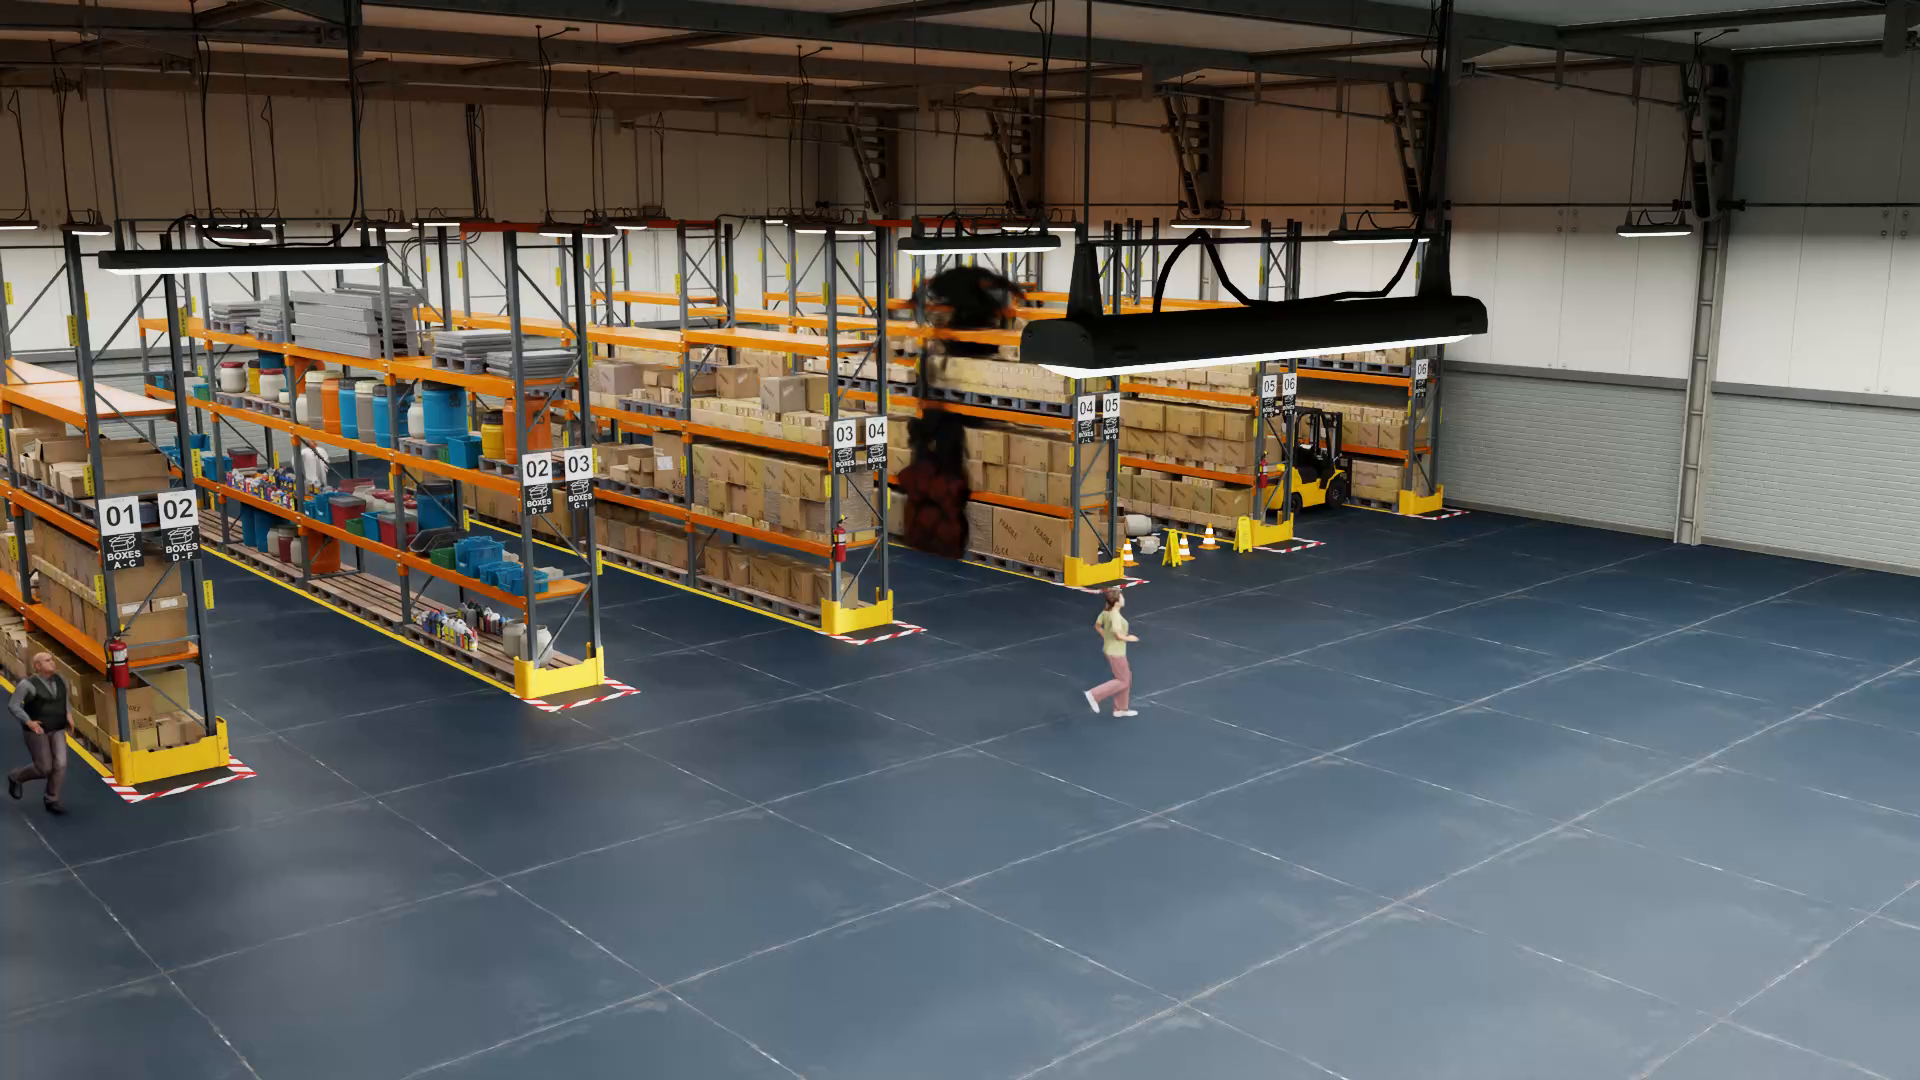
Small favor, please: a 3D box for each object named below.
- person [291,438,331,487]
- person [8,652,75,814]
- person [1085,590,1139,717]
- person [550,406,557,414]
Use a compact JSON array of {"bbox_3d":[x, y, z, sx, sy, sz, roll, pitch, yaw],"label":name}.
[{"bbox_3d":[-12.961,-1.226,33.472,0.723,1.752,0.691,8,14,34],"label":"person"},{"bbox_3d":[-9.703,2.013,17.697,0.753,1.658,0.706,5,13,25],"label":"person"},{"bbox_3d":[1.880,1.416,20.713,0.701,1.634,0.583,-3,12,-14],"label":"person"},{"bbox_3d":[-9.633,-2.295,38.917,0.627,1.652,0.874,1,11,6],"label":"person"}]
